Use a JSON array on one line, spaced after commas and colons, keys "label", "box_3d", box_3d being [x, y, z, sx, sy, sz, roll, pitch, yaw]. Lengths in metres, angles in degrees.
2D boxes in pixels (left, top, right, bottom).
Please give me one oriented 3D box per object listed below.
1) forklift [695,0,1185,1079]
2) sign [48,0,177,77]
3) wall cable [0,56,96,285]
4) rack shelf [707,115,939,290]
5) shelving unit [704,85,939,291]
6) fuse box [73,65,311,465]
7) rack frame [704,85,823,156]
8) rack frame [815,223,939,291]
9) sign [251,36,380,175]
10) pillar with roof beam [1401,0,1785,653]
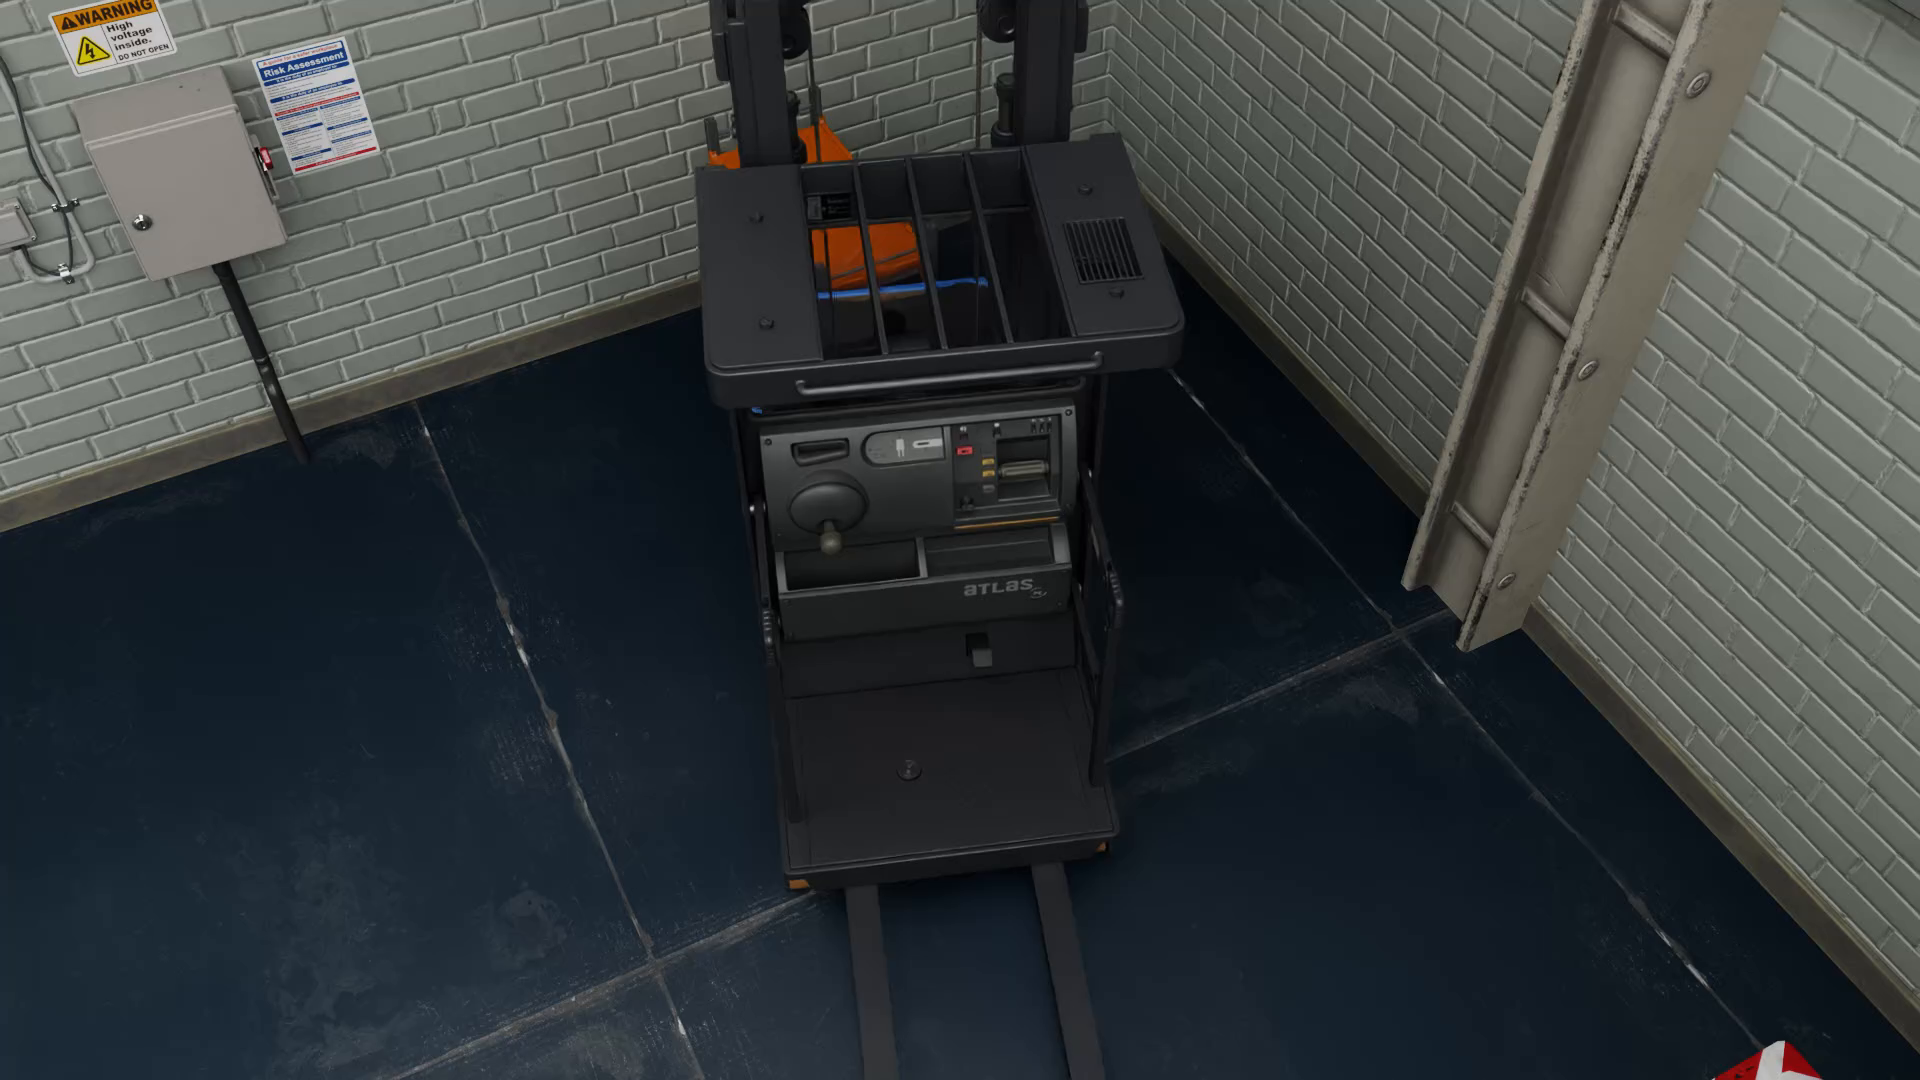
[{"label": "forklift", "box_3d": [-0.083, -0.083, 4.768, 1.130, 2.935, 3.031, -6, 49, -5]}, {"label": "sign", "box_3d": [-2.844, -1.702, 5.590, 0.339, 0.242, 0.001, -21, 52, -18]}, {"label": "wall cable", "box_3d": [-3.378, -1.516, 5.300, 0.588, 1.984, 0.122, -21, 52, -18]}, {"label": "rack shelf", "box_3d": [-0.551, -1.239, 6.590, 0.538, 0.278, 1.000, -22, 52, -18]}, {"label": "shelving unit", "box_3d": [-0.551, -1.046, 6.810, 0.538, 1.125, 1.048, -22, 52, -18]}, {"label": "fuse box", "box_3d": [-2.700, -0.887, 6.281, 0.539, 1.711, 0.414, -21, 52, -18]}, {"label": "rack frame", "box_3d": [-0.793, -1.382, 7.104, 0.500, 1.125, 0.032, -22, 52, -18]}, {"label": "rack frame", "box_3d": [-0.309, -0.710, 6.516, 0.500, 1.125, 0.032, -22, 52, -18]}, {"label": "sign", "box_3d": [-2.355, -1.588, 6.102, 0.329, 0.494, 0.001, -21, 52, -18]}, {"label": "pillar with roof beam", "box_3d": [-1.882, -1.238, 1.747, 9.100, 9.000, 0.400, -21, 52, -18]}]
